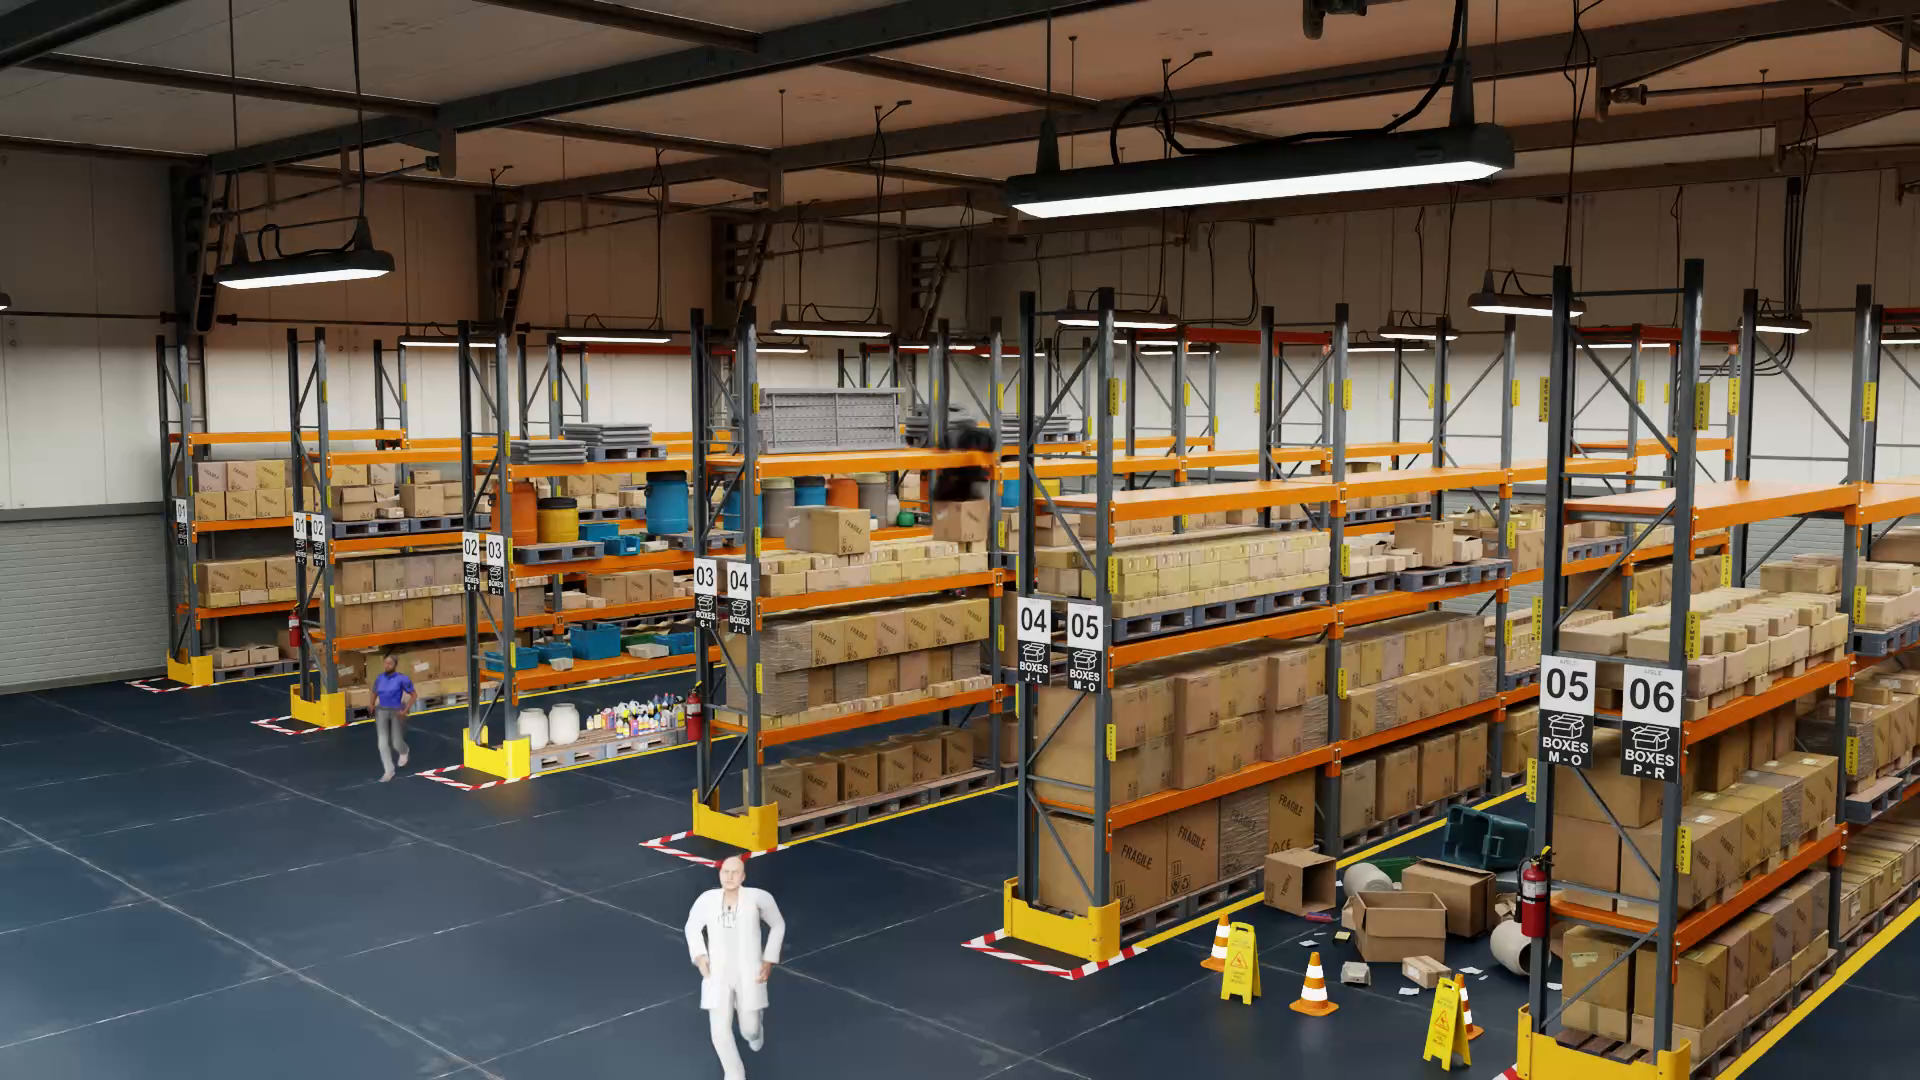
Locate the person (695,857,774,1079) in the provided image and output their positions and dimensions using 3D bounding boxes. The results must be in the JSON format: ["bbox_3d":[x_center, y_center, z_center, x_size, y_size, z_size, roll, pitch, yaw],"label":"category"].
[{"bbox_3d":[-1.654,3.209,12.223,0.700,1.654,0.713,0,5,-1],"label":"person"}]

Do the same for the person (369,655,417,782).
[{"bbox_3d":[-7.459,2.322,21.892,0.621,1.645,0.676,0,5,-1],"label":"person"}]
